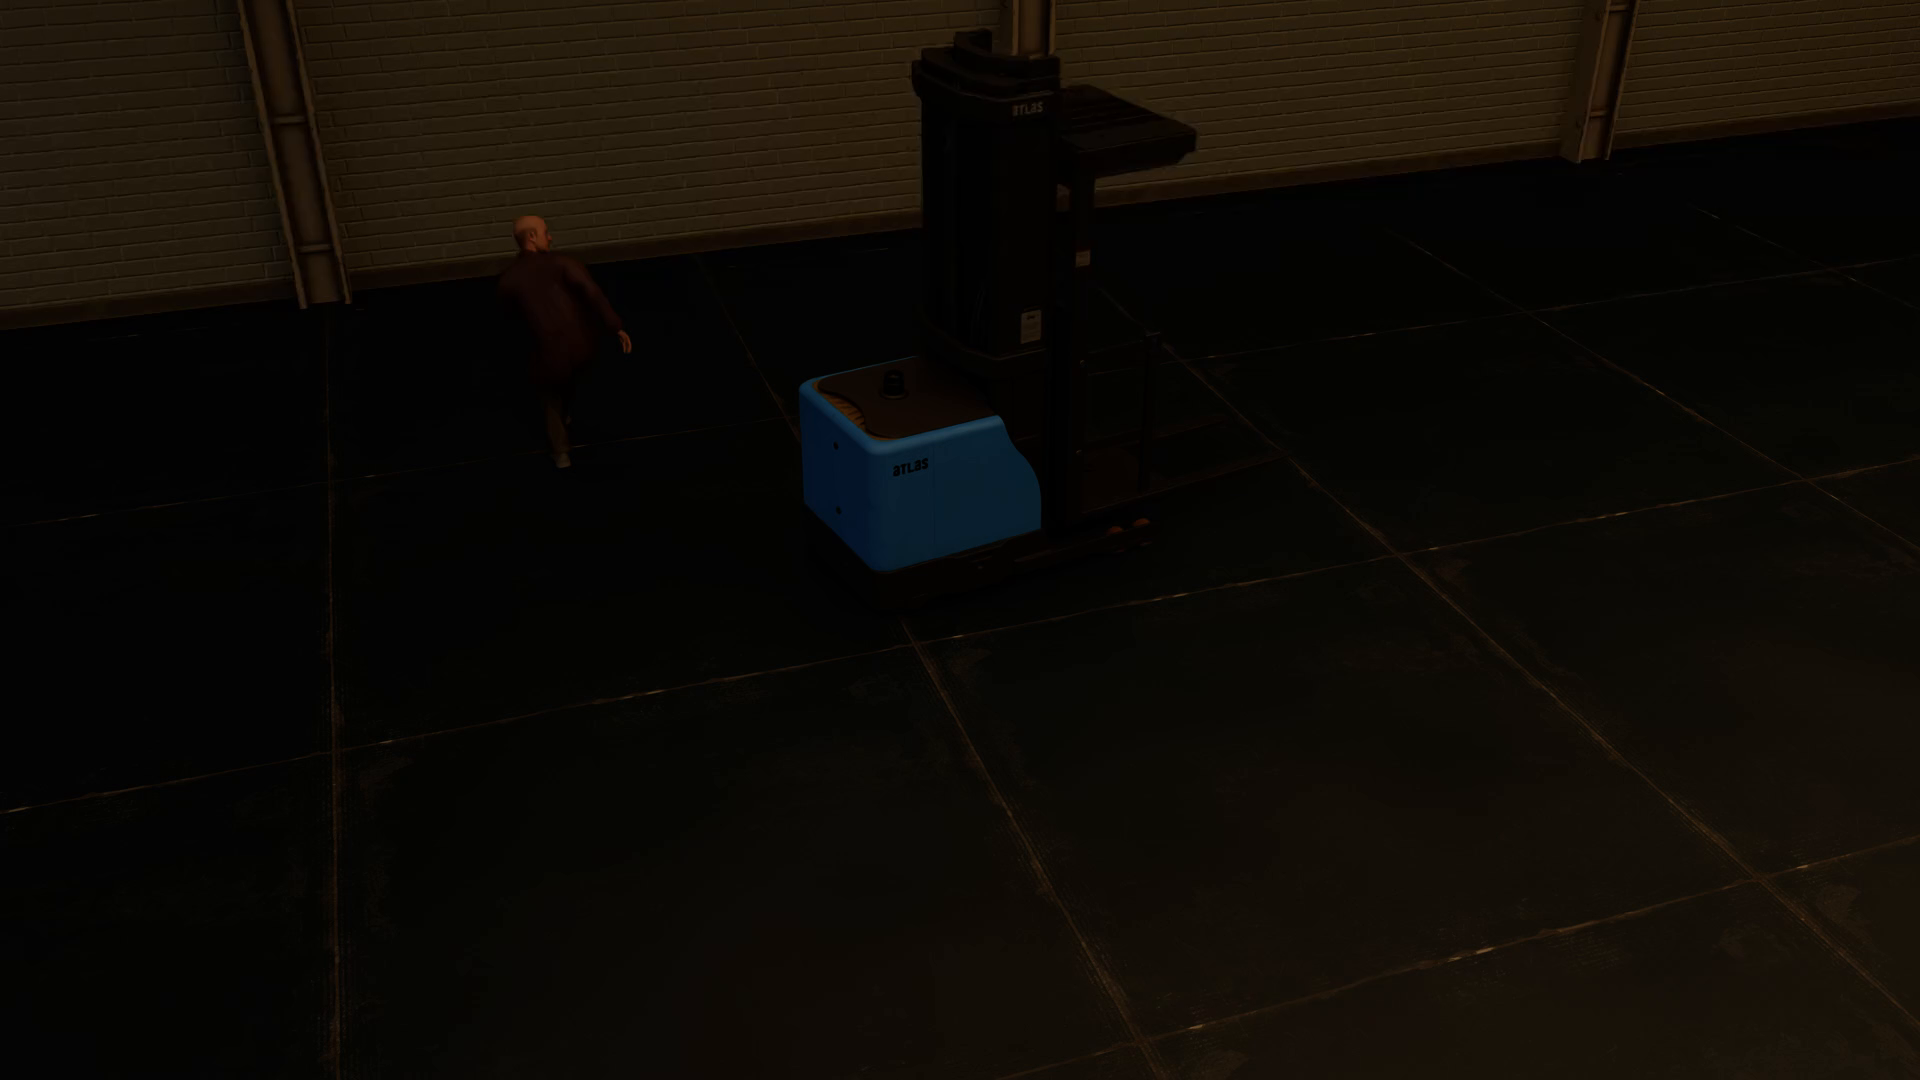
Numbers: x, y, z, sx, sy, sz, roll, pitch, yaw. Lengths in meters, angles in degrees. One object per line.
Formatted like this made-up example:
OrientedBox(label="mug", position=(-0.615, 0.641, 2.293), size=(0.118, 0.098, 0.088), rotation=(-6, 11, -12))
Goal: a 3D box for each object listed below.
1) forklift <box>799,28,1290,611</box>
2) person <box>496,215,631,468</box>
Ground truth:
OrientedBox(label="forklift", position=(0.607, -1.397, 9.516), size=(3.031, 2.935, 1.130), rotation=(-16, 33, -25))
OrientedBox(label="person", position=(-2.554, -1.339, 10.782), size=(0.804, 1.599, 0.818), rotation=(-7, 31, -11))
